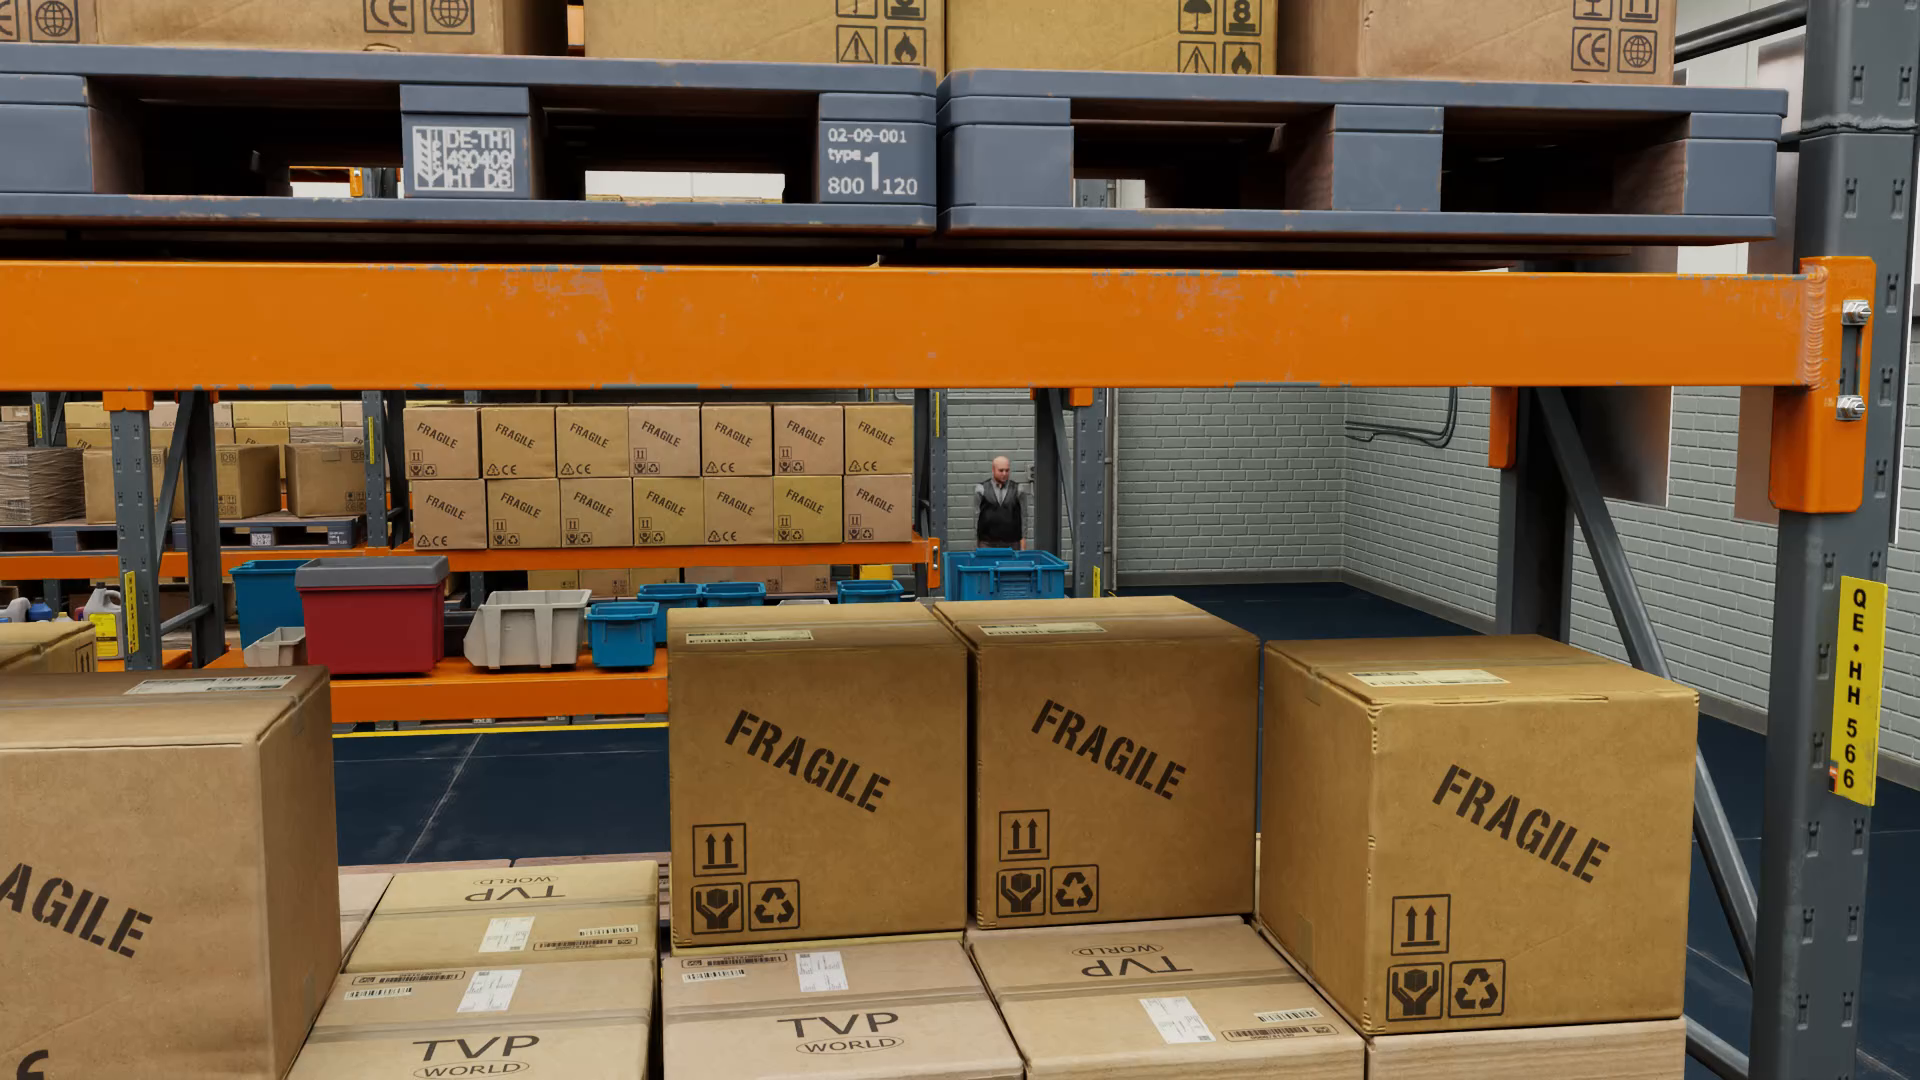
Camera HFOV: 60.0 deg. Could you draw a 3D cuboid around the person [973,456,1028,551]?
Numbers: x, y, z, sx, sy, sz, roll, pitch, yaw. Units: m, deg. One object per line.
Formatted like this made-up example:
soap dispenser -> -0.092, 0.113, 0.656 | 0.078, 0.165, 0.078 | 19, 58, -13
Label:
person -> 0.394, 0.046, 15.969 | 0.534, 1.712, 0.356 | -1, 6, -8
